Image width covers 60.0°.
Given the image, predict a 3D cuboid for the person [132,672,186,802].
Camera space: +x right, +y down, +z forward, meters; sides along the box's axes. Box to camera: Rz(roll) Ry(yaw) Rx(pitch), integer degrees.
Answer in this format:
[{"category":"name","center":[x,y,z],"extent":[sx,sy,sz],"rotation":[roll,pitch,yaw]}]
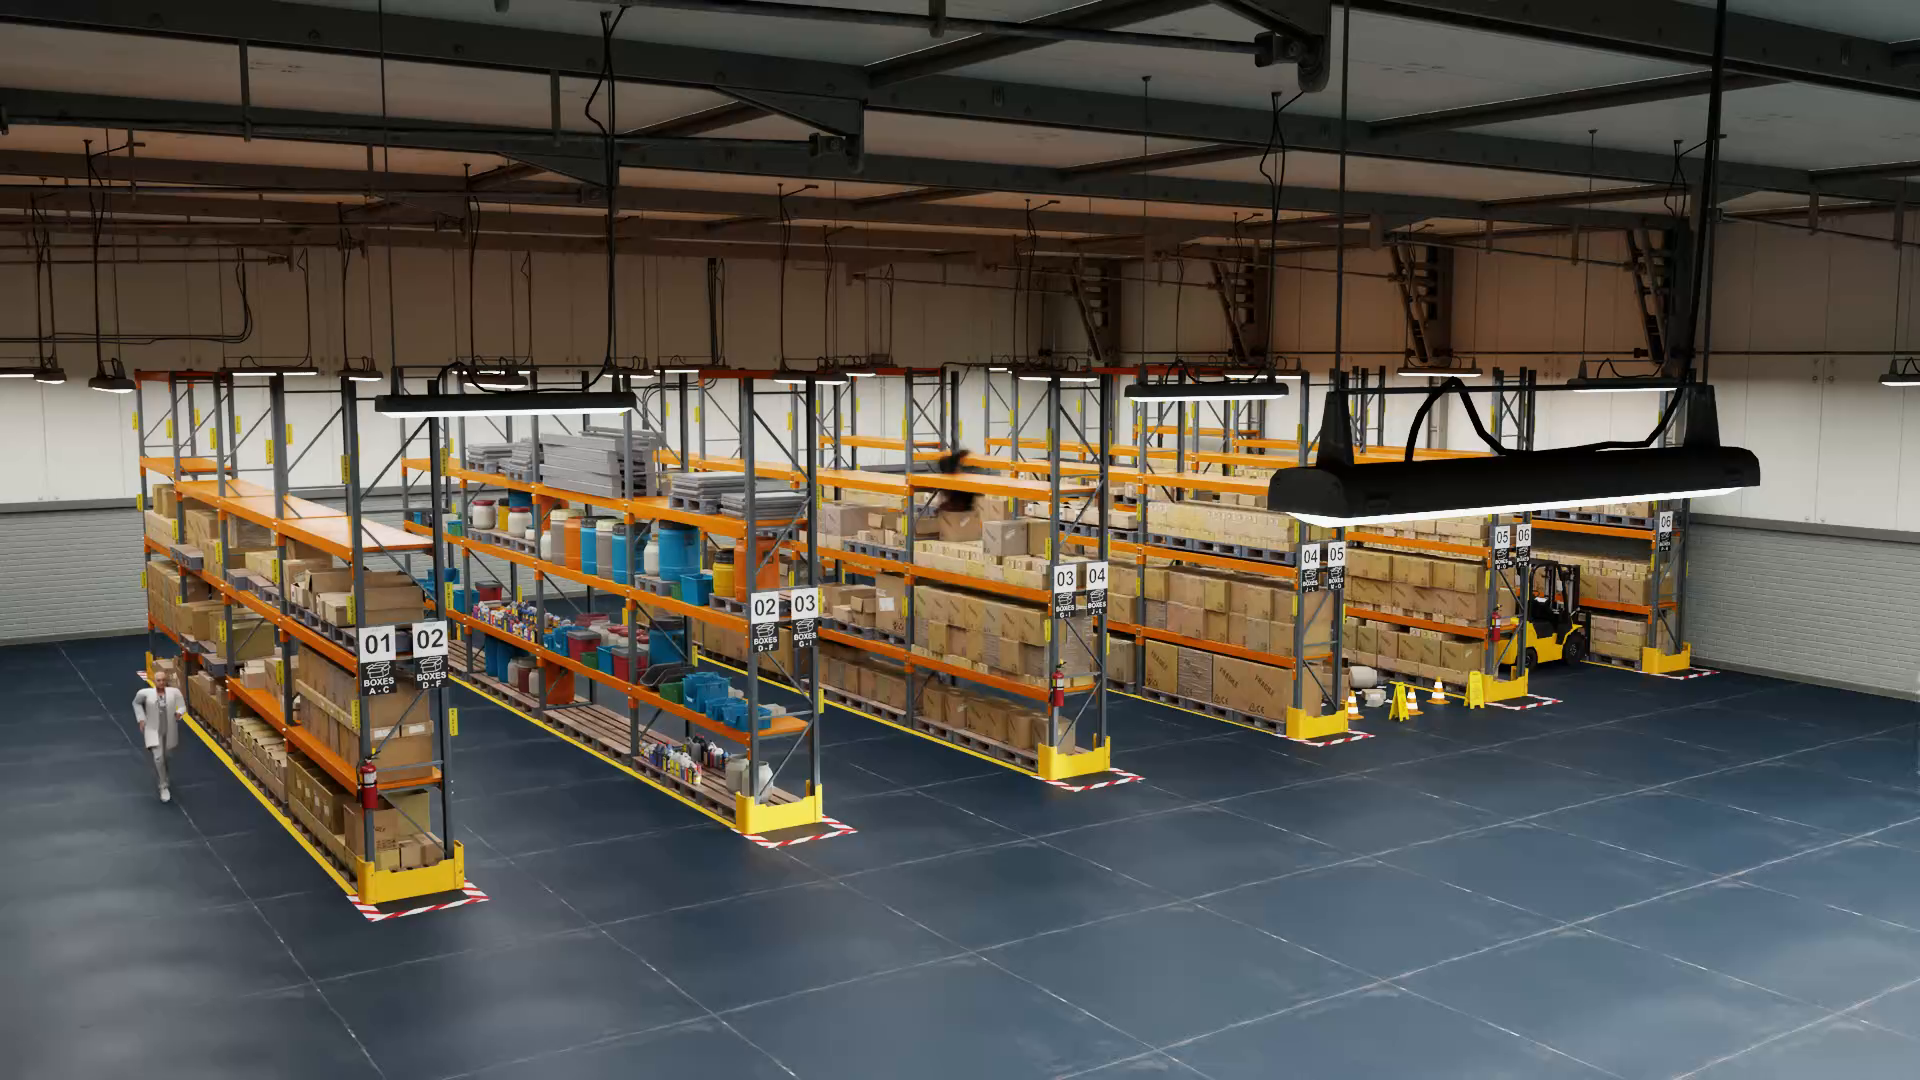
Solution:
[{"category":"person","center":[-11.459,2.759,23.860],"extent":[0.651,1.802,1.036],"rotation":[-5,8,-38]}]

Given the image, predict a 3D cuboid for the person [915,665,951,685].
[{"category":"person","center":[-0.526,1.892,31.837],"extent":[0.597,1.685,0.854],"rotation":[-6,9,-41]}]
